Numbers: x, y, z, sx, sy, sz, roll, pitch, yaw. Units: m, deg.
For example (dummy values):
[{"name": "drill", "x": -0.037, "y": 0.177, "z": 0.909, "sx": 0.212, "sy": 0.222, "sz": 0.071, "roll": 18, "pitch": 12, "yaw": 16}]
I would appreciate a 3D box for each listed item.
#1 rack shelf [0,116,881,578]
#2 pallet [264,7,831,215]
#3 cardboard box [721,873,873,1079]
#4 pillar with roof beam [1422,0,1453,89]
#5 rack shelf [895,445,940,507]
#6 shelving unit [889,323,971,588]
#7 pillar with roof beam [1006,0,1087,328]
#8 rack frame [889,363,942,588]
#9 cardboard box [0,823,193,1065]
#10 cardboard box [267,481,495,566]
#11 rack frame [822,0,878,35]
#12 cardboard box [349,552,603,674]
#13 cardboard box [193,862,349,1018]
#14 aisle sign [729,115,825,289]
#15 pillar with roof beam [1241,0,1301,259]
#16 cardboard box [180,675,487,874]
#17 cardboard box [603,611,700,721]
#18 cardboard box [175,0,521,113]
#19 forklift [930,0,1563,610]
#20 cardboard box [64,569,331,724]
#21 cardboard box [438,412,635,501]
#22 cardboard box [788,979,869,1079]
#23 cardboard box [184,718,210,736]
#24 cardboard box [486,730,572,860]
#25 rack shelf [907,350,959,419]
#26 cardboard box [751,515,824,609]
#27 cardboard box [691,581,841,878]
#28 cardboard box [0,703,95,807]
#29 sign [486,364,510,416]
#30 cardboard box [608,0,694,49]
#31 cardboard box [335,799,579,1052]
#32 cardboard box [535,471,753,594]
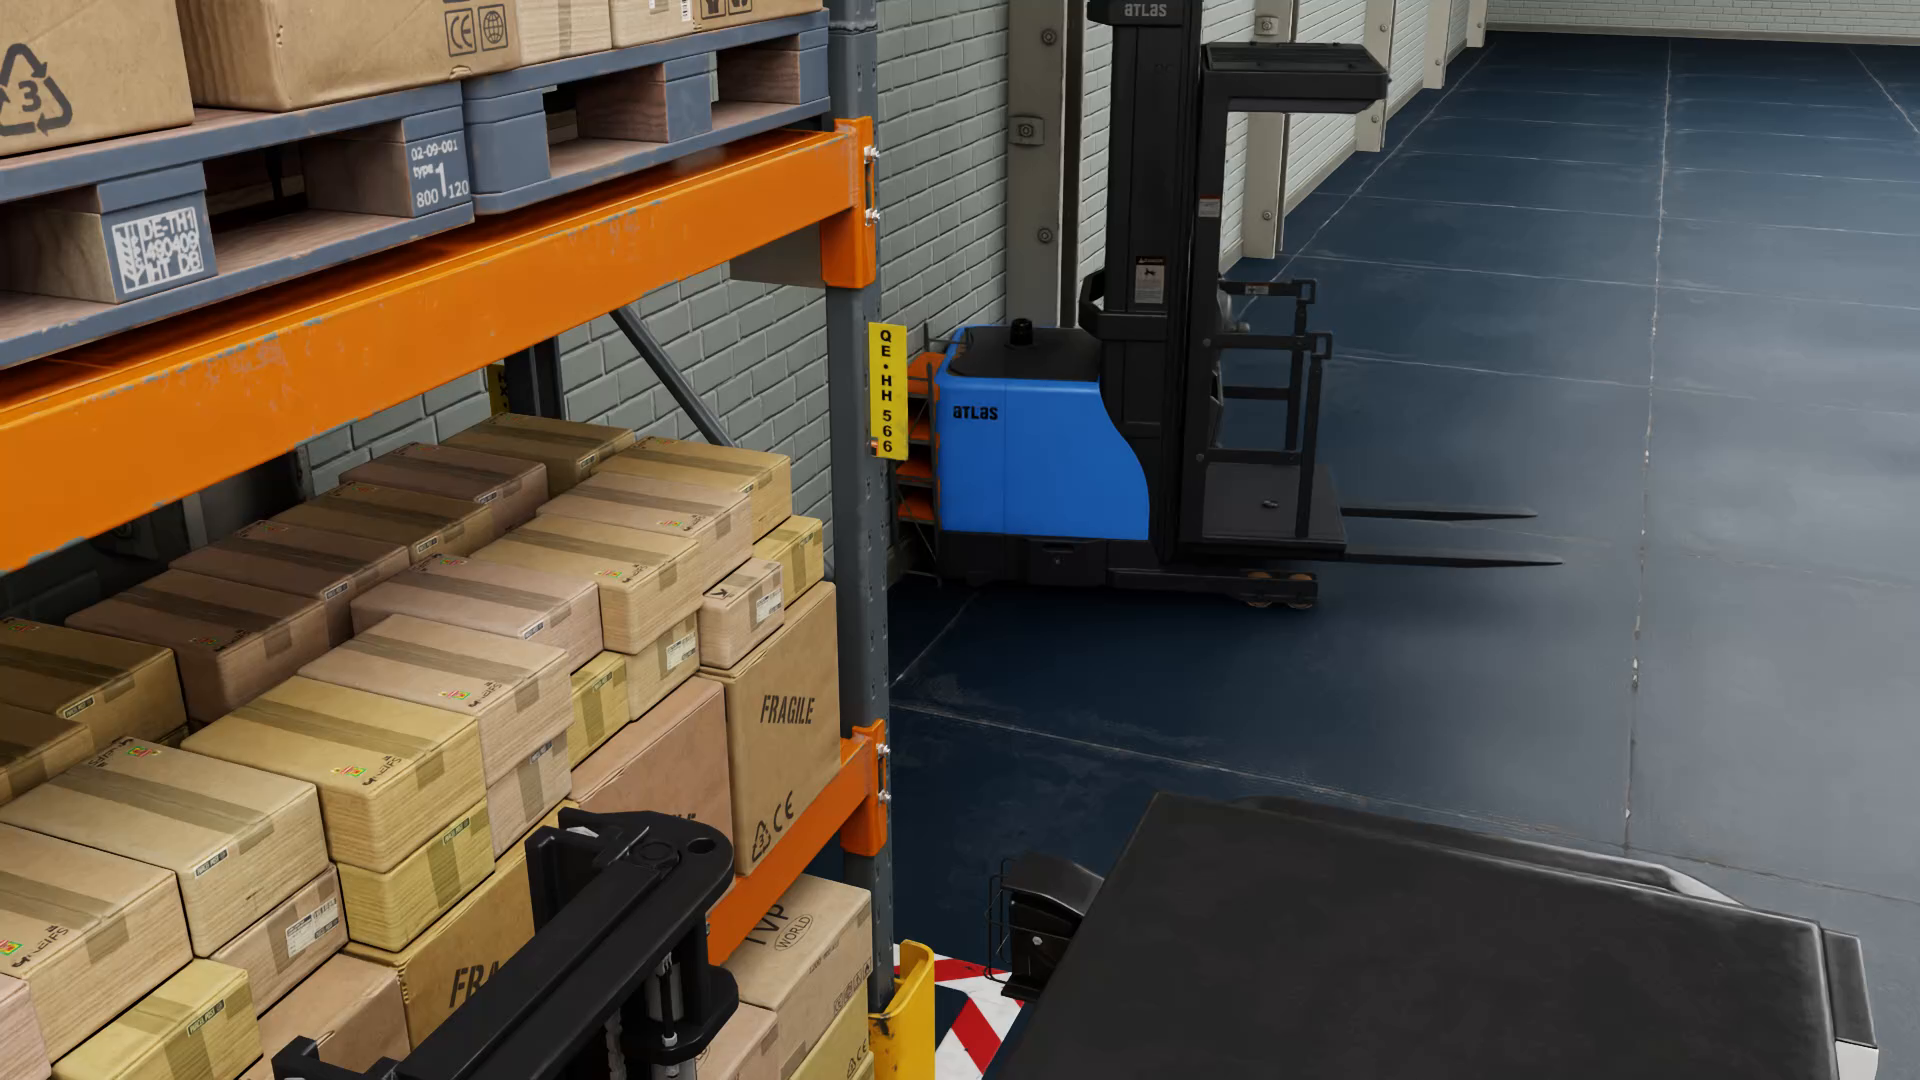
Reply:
[{"name": "rack shelf", "x": -1.411, "y": -0.120, "z": 2.187, "sx": 1.077, "sy": 0.370, "sz": 4.000, "roll": 9, "pitch": 24, "yaw": 20}, {"name": "pallet", "x": -0.955, "y": -0.878, "z": 3.182, "sx": 1.003, "sy": 0.211, "sz": 1.213, "roll": 9, "pitch": 24, "yaw": 20}, {"name": "cardboard box", "x": -0.549, "y": 1.040, "z": 4.095, "sx": 0.500, "sy": 0.250, "sz": 0.500, "roll": 10, "pitch": 25, "yaw": 22}, {"name": "pillar with roof beam", "x": 11.148, "y": -10.404, "z": 21.982, "sx": 9.100, "sy": 9.000, "sz": 0.400, "roll": 9, "pitch": 24, "yaw": 20}, {"name": "rack shelf", "x": -0.131, "y": -0.343, "z": 8.197, "sx": 0.258, "sy": 0.148, "sz": 0.480, "roll": 8, "pitch": 29, "yaw": 20}, {"name": "shelving unit", "x": -0.133, "y": -0.403, "z": 8.167, "sx": 0.258, "sy": 1.200, "sz": 0.503, "roll": 8, "pitch": 29, "yaw": 20}, {"name": "pillar with roof beam", "x": 4.462, "y": -3.962, "z": 6.561, "sx": 9.100, "sy": 9.000, "sz": 0.400, "roll": 9, "pitch": 24, "yaw": 20}, {"name": "rack frame", "x": -0.221, "y": -0.295, "z": 7.966, "sx": 0.240, "sy": 1.200, "sz": 0.015, "roll": 8, "pitch": 29, "yaw": 20}, {"name": "cardboard box", "x": -1.279, "y": 0.529, "z": 2.233, "sx": 0.380, "sy": 0.149, "sz": 0.250, "roll": 9, "pitch": 24, "yaw": 20}, {"name": "cardboard box", "x": -1.205, "y": 0.009, "z": 3.480, "sx": 0.380, "sy": 0.149, "sz": 0.250, "roll": 9, "pitch": 24, "yaw": 21}, {"name": "rack frame", "x": -0.668, "y": -2.552, "z": 3.184, "sx": 1.000, "sy": 3.000, "sz": 0.127, "roll": 9, "pitch": 24, "yaw": 20}, {"name": "cardboard box", "x": -0.902, "y": 0.161, "z": 3.116, "sx": 0.380, "sy": 0.149, "sz": 0.250, "roll": 9, "pitch": 24, "yaw": 20}, {"name": "cardboard box", "x": -1.167, "y": 0.574, "z": 2.512, "sx": 0.380, "sy": 0.149, "sz": 0.250, "roll": 9, "pitch": 24, "yaw": 20}, {"name": "aisle sign", "x": -0.371, "y": -0.965, "z": 3.795, "sx": 0.394, "sy": 0.787, "sz": 0.004, "roll": 9, "pitch": 24, "yaw": 20}, {"name": "pillar with roof beam", "x": 6.691, "y": -6.110, "z": 11.701, "sx": 9.100, "sy": 9.000, "sz": 0.400, "roll": 9, "pitch": 24, "yaw": 20}, {"name": "cardboard box", "x": -0.986, "y": 0.363, "z": 2.631, "sx": 0.380, "sy": 0.149, "sz": 0.250, "roll": 9, "pitch": 24, "yaw": 21}, {"name": "cardboard box", "x": -0.757, "y": 0.215, "z": 3.372, "sx": 0.380, "sy": 0.149, "sz": 0.250, "roll": 9, "pitch": 24, "yaw": 21}, {"name": "cardboard box", "x": -1.079, "y": -0.908, "z": 2.336, "sx": 0.700, "sy": 0.500, "sz": 0.500, "roll": 9, "pitch": 24, "yaw": 20}, {"name": "forklift", "x": 1.410, "y": -1.237, "z": 7.909, "sx": 3.031, "sy": 2.935, "sz": 1.130, "roll": 3, "pitch": 23, "yaw": 6}, {"name": "cardboard box", "x": -1.385, "y": 0.193, "z": 3.039, "sx": 0.380, "sy": 0.149, "sz": 0.250, "roll": 10, "pitch": 25, "yaw": 22}, {"name": "cardboard box", "x": -0.991, "y": -0.177, "z": 3.924, "sx": 0.380, "sy": 0.149, "sz": 0.250, "roll": 8, "pitch": 24, "yaw": 19}, {"name": "cardboard box", "x": -0.559, "y": 1.280, "z": 4.169, "sx": 0.500, "sy": 0.250, "sz": 0.500, "roll": 8, "pitch": 24, "yaw": 19}, {"name": "cardboard box", "x": -1.482, "y": 0.309, "z": 3.148, "sx": 0.380, "sy": 0.149, "sz": 0.250, "roll": 9, "pitch": 24, "yaw": 21}, {"name": "cardboard box", "x": -0.915, "y": 0.404, "z": 2.919, "sx": 0.380, "sy": 0.149, "sz": 0.250, "roll": 8, "pitch": 24, "yaw": 18}, {"name": "rack shelf", "x": -0.147, "y": -0.752, "z": 7.986, "sx": 0.258, "sy": 0.148, "sz": 0.480, "roll": 8, "pitch": 29, "yaw": 20}, {"name": "cardboard box", "x": -0.537, "y": 0.035, "z": 3.803, "sx": 0.380, "sy": 0.149, "sz": 0.250, "roll": 9, "pitch": 24, "yaw": 21}, {"name": "cardboard box", "x": -0.607, "y": 0.384, "z": 3.809, "sx": 0.500, "sy": 0.500, "sz": 0.500, "roll": 8, "pitch": 24, "yaw": 19}, {"name": "cardboard box", "x": -1.592, "y": 0.373, "z": 2.609, "sx": 0.380, "sy": 0.149, "sz": 0.250, "roll": 9, "pitch": 24, "yaw": 20}, {"name": "sign", "x": -1.181, "y": -0.301, "z": 4.353, "sx": 0.100, "sy": 0.325, "sz": 0.005, "roll": 9, "pitch": 24, "yaw": 20}, {"name": "cardboard box", "x": -0.694, "y": -0.952, "z": 2.896, "sx": 0.380, "sy": 0.149, "sz": 0.250, "roll": 8, "pitch": 24, "yaw": 19}, {"name": "cardboard box", "x": -0.998, "y": 0.752, "z": 2.929, "sx": 0.500, "sy": 0.500, "sz": 0.500, "roll": 8, "pitch": 24, "yaw": 19}, {"name": "cardboard box", "x": -0.668, "y": -0.015, "z": 3.537, "sx": 0.380, "sy": 0.149, "sz": 0.250, "roll": 9, "pitch": 24, "yaw": 20}]
